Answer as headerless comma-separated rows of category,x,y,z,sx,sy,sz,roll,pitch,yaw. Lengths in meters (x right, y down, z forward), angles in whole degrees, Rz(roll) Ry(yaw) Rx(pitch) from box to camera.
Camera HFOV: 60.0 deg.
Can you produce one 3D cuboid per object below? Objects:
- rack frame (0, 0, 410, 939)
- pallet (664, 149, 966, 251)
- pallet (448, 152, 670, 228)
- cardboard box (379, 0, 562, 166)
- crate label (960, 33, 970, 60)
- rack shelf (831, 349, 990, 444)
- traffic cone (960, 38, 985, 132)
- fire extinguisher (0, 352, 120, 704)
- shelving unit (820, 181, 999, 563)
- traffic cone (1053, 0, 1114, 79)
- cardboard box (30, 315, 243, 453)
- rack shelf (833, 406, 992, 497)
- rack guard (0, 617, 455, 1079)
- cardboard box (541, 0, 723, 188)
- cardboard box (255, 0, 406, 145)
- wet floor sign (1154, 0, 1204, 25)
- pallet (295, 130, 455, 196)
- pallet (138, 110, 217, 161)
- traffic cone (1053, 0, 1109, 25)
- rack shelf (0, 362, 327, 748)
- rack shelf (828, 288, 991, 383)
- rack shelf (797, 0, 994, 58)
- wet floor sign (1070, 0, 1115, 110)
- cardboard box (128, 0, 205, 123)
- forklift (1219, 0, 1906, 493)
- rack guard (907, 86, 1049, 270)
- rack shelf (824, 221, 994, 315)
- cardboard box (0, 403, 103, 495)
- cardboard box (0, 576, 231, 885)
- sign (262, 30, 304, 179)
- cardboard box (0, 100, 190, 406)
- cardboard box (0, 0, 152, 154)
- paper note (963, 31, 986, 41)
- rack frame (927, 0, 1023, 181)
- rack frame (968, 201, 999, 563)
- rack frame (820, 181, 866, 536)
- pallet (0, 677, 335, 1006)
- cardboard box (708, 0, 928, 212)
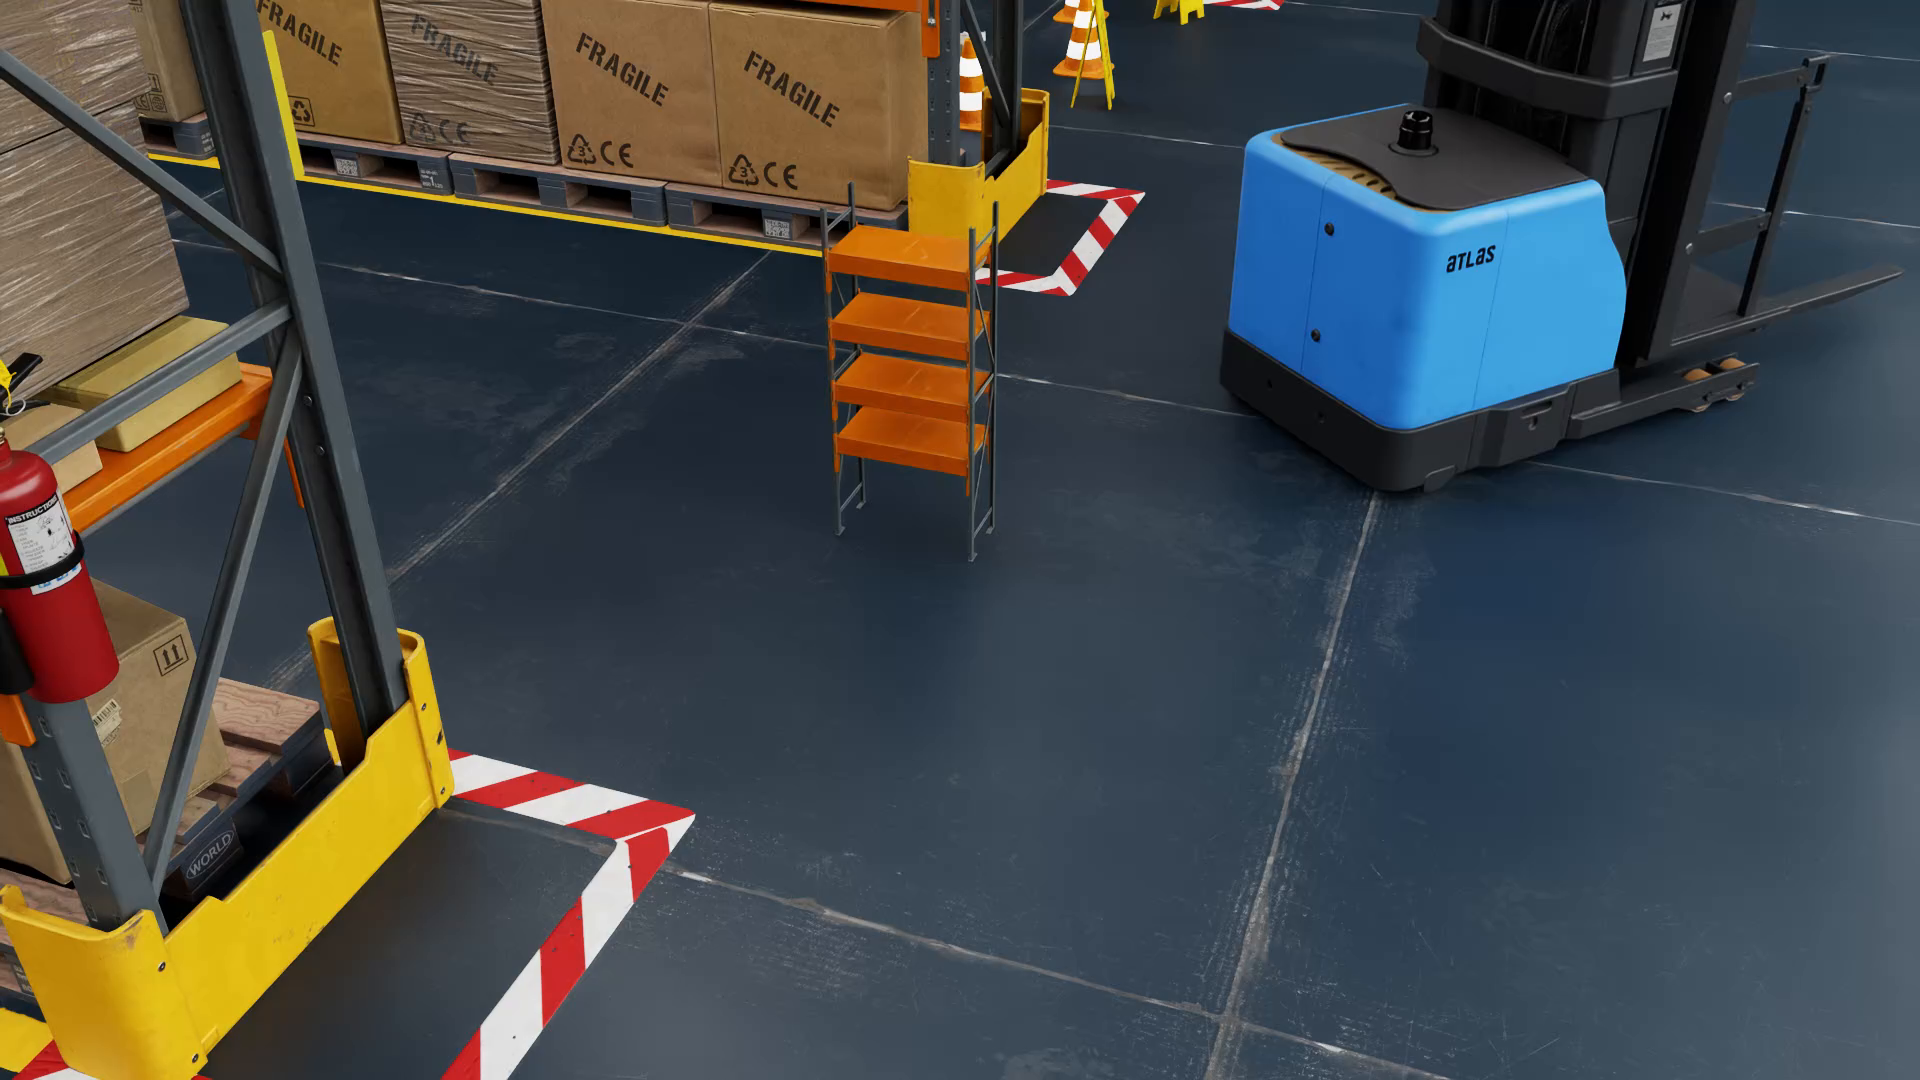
rack frame,-1.688,-0.300,3.449,0.127,3.000,1.000,11,34,16
pallet,-0.698,-1.749,8.264,1.213,0.211,1.003,11,34,16
pallet,-1.843,-1.973,8.611,1.213,0.211,1.003,11,34,16
cardboard box,-2.267,-2.516,8.453,0.875,0.875,0.875,11,35,17
crate label,0.000,-3.061,10.364,0.298,0.136,0.250,-6,33,-9
rack shelf,-0.156,-0.478,5.508,0.480,0.148,0.258,11,34,16
traffic cone,0.060,-2.571,9.305,0.334,0.463,0.336,11,34,16
fire extinguisher,-1.736,-0.011,3.073,0.183,0.674,0.296,11,34,16
shelving unit,-0.156,-0.534,5.471,0.503,1.200,0.258,11,34,16
traffic cone,0.761,-3.085,10.102,0.334,0.463,0.336,11,34,16
cardboard box,-1.876,-0.368,3.787,0.250,0.149,0.380,11,34,16
rack shelf,-0.156,-0.311,5.616,0.480,0.148,0.258,11,34,16
rack guard,-1.759,0.736,4.149,0.348,0.500,1.175,11,34,16
cardboard box,-1.409,-2.348,8.193,0.875,0.875,0.875,10,34,16
cardboard box,-3.116,-2.679,8.706,0.875,0.875,0.875,12,35,17
wet floor sign,1.473,-3.790,11.025,0.232,0.644,0.267,24,40,32
pallet,-2.995,-2.195,8.956,1.213,0.211,1.003,11,34,16
pallet,-4.437,-2.477,9.392,1.213,0.211,1.003,11,34,16
traffic cone,0.816,-3.714,11.076,0.334,0.463,0.336,11,34,16
rack shelf,-3.571,-0.364,4.211,4.000,0.370,1.077,11,34,16
rack shelf,-0.156,-0.666,5.387,0.480,0.148,0.258,11,34,16
rack shelf,-1.802,-2.878,8.105,4.000,0.370,1.077,11,34,16
wet floor sign,0.776,-2.831,9.539,0.232,0.644,0.267,5,33,8
cardboard box,-4.300,-2.845,9.078,0.750,0.750,1.050,11,34,16
forklift,2.570,-1.966,6.093,3.031,2.935,1.130,-17,36,-24
rack guard,0.103,-1.760,8.014,0.348,0.500,1.175,11,34,16
rack shelf,-0.156,-0.864,5.258,0.480,0.148,0.258,11,34,16
cardboard box,-2.026,-0.141,3.435,0.250,0.149,0.380,11,34,16
cardboard box,-2.270,0.451,4.203,0.500,0.500,0.500,18,37,25
sign,-1.505,-0.941,3.643,0.005,0.325,0.100,11,34,16
cardboard box,-2.196,-0.582,3.519,0.500,0.500,0.875,11,34,16
cardboard box,-2.114,-1.127,3.442,0.500,0.500,0.500,11,34,16
paper note,0.094,-3.269,10.786,0.142,0.019,0.148,0,33,0
rack frame,0.081,-2.814,7.343,0.127,3.000,1.000,11,34,16
rack frame,0.074,-0.490,5.402,0.015,1.200,0.240,11,34,16
rack frame,-0.386,-0.579,5.541,0.015,1.200,0.240,11,34,16
pallet,-2.512,0.691,4.485,1.213,0.211,1.003,11,34,16
cardboard box,-0.580,-2.188,7.945,0.875,0.875,0.875,11,35,17
